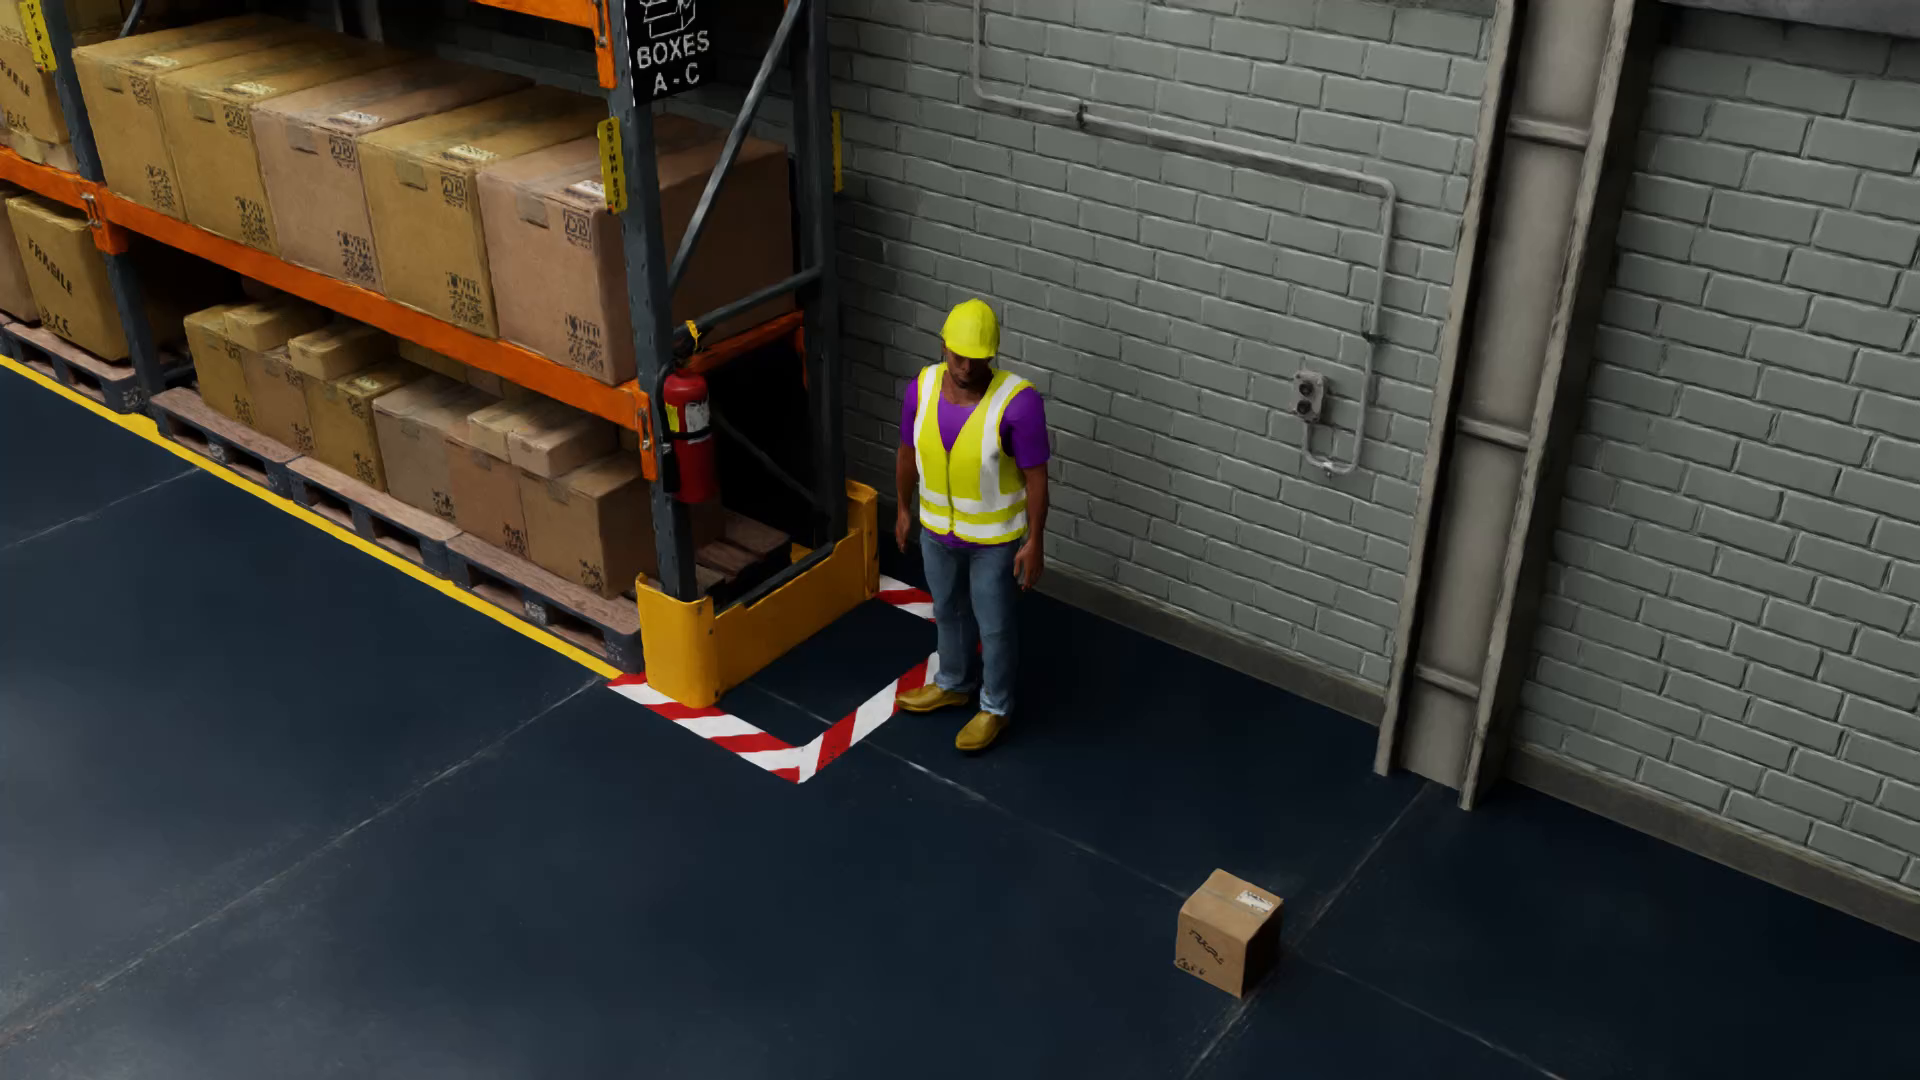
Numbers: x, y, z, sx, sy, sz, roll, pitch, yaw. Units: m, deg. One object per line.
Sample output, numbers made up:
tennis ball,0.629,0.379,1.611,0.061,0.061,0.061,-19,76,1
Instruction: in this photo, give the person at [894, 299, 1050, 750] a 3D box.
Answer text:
person,0.026,-0.042,6.123,0.641,1.774,0.386,18,35,28
